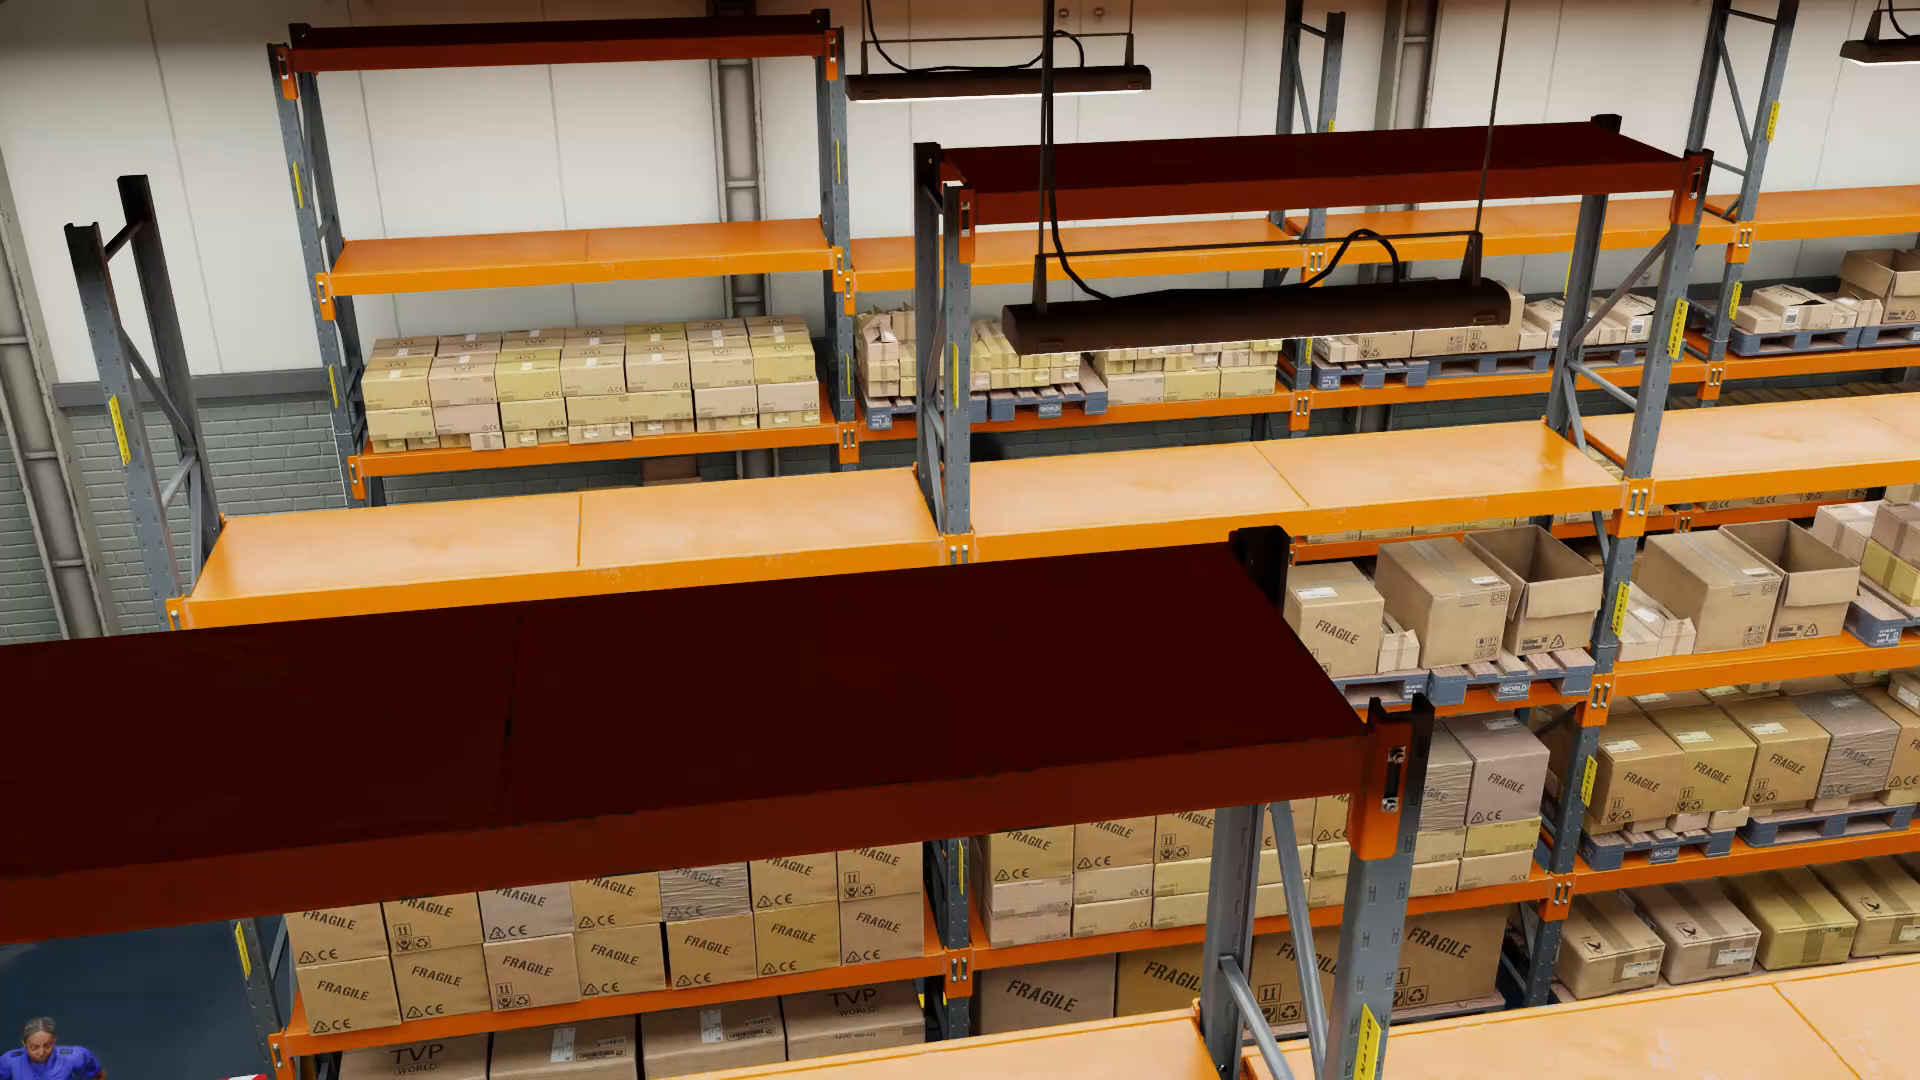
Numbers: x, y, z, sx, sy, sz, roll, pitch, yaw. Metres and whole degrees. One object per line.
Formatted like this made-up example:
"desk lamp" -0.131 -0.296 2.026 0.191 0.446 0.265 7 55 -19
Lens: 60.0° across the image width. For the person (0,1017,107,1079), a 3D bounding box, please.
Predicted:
"person" -5.226 3.336 9.599 0.642 1.580 0.767 -5 26 -10
